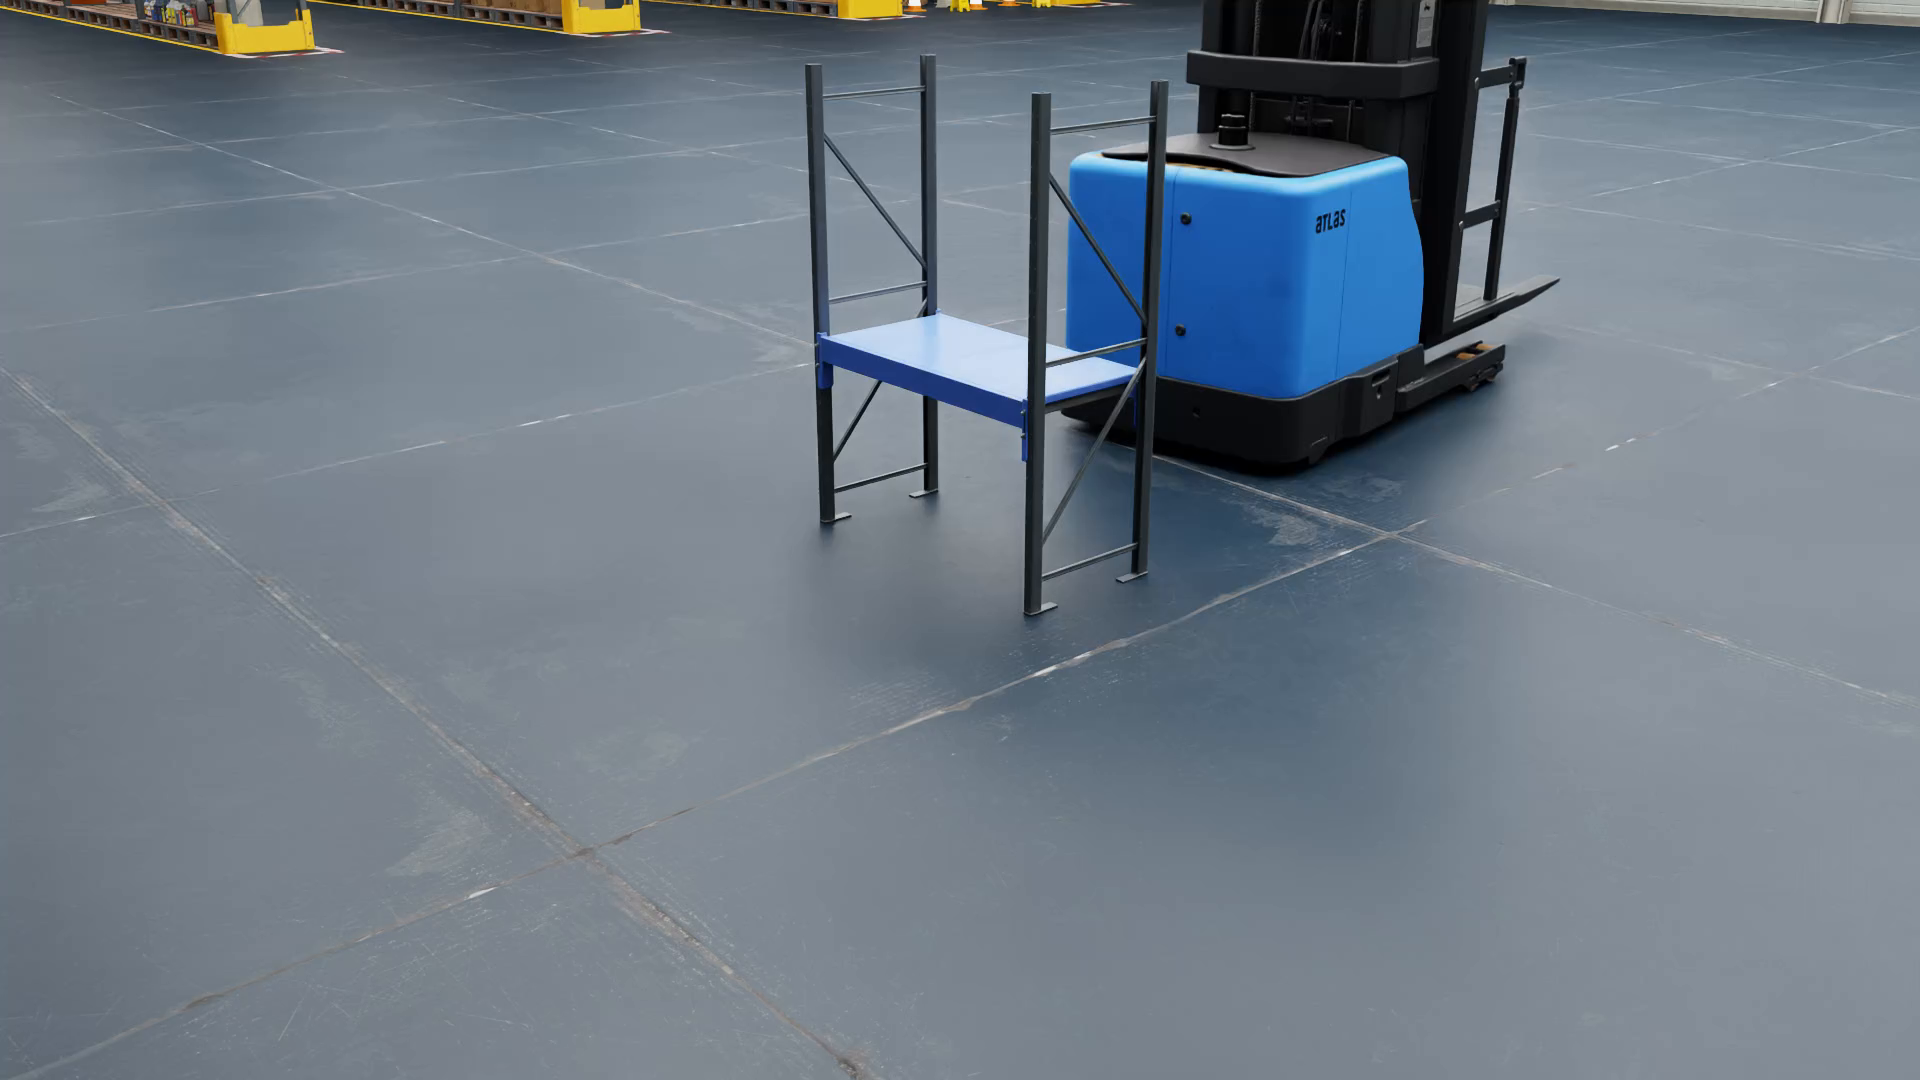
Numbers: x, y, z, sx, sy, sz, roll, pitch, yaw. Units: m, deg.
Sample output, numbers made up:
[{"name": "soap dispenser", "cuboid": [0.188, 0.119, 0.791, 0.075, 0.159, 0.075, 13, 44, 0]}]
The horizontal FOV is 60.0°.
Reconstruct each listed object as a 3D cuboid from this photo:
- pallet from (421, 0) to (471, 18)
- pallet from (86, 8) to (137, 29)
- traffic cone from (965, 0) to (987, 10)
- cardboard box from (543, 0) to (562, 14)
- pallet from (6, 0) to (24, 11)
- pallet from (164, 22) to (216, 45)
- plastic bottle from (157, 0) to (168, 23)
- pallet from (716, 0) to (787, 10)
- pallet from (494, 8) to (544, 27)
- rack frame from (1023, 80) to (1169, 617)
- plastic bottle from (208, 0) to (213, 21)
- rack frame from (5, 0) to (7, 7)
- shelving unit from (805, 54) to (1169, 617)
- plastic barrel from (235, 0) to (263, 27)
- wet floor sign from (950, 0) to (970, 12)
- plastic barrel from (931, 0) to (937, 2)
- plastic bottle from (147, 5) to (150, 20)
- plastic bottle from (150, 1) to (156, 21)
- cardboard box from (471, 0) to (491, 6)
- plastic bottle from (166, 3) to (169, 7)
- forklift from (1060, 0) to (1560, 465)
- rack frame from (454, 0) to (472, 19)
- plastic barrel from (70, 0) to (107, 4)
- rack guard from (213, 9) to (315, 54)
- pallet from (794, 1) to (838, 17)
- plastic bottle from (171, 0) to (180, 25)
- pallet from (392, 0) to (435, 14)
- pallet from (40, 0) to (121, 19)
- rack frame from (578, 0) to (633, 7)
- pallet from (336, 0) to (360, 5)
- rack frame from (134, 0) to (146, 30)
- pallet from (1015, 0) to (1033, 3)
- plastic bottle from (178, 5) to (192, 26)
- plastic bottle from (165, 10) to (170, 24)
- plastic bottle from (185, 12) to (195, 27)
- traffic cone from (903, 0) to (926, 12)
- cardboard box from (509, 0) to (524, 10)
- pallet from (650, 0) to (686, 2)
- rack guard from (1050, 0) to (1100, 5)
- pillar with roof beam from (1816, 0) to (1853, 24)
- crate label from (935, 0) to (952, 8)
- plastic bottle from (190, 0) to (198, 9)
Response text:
[{"name": "pallet", "cuboid": [-8.465, -9.079, 28.375, 1.003, 0.211, 1.213, -17, 27, -37]}, {"name": "pallet", "cuboid": [-13.050, -8.230, 26.207, 1.003, 0.211, 1.213, -17, 27, -37]}, {"name": "traffic cone", "cuboid": [0.286, -9.689, 29.587, 0.336, 0.463, 0.334, -17, 27, -37]}, {"name": "cardboard box", "cuboid": [-6.156, -8.423, 25.727, 0.500, 0.500, 0.500, -10, 23, -24]}, {"name": "pallet", "cuboid": [-16.458, -9.672, 29.890, 1.003, 0.211, 1.213, -17, 27, -37]}, {"name": "pallet", "cuboid": [-10.500, -7.152, 23.456, 1.003, 0.211, 1.213, -17, 27, -37]}, {"name": "plastic bottle", "cuboid": [-11.372, -7.581, 23.756, 0.144, 0.351, 0.185, -19, 28, -40]}, {"name": "pallet", "cuboid": [-3.695, -9.788, 30.186, 1.003, 0.211, 1.213, -17, 27, -37]}, {"name": "pallet", "cuboid": [-6.690, -8.350, 26.513, 1.003, 0.211, 1.213, -17, 27, -37]}, {"name": "rack frame", "cuboid": [0.388, -0.534, 4.792, 0.500, 1.500, 0.032, -17, 27, -37]}, {"name": "plastic bottle", "cuboid": [-10.794, -7.641, 24.000, 0.061, 0.283, 0.133, -17, 27, -37]}, {"name": "rack frame", "cuboid": [-16.930, -11.194, 29.951, 1.000, 3.000, 0.127, -17, 27, -37]}, {"name": "shelving unit", "cuboid": [0.056, -0.675, 5.150, 0.538, 1.500, 1.048, -17, 27, -37]}, {"name": "plastic barrel", "cuboid": [-9.584, -7.079, 22.281, 0.421, 0.512, 0.421, 0, 21, 0]}, {"name": "wet floor sign", "cuboid": [-0.002, -9.577, 29.052, 0.232, 0.644, 0.267, 17, 27, 36]}, {"name": "plastic barrel", "cuboid": [-0.332, -10.427, 31.526, 0.512, 0.421, 0.421, 0, 21, -1]}, {"name": "plastic bottle", "cuboid": [-11.765, -7.665, 24.175, 0.097, 0.201, 0.097, 0, 21, 0]}, {"name": "plastic bottle", "cuboid": [-11.600, -7.645, 24.021, 0.152, 0.276, 0.135, -16, 27, -36]}, {"name": "cardboard box", "cuboid": [-7.725, -9.074, 27.391, 0.500, 0.500, 0.500, -18, 28, -39]}, {"name": "plastic bottle", "cuboid": [-11.248, -7.512, 23.689, 0.097, 0.271, 0.097, 0, 21, 0]}, {"name": "forklift", "cuboid": [1.723, -2.102, 6.831, 1.130, 2.935, 3.031, 17, 27, 37]}, {"name": "rack frame", "cuboid": [-7.955, -10.163, 27.318, 1.000, 3.000, 0.127, -17, 27, -37]}, {"name": "plastic barrel", "cuboid": [-14.651, -9.405, 27.783, 0.600, 0.830, 0.708, -17, 27, -37]}, {"name": "rack guard", "cuboid": [-9.182, -6.724, 21.967, 1.175, 0.500, 0.348, -17, 27, -37]}, {"name": "pallet", "cuboid": [-2.102, -9.114, 28.465, 1.003, 0.211, 1.213, -17, 27, -37]}, {"name": "plastic bottle", "cuboid": [-10.973, -7.412, 23.325, 0.144, 0.351, 0.185, -16, 27, -35]}, {"name": "pallet", "cuboid": [-9.265, -9.416, 29.236, 1.003, 0.211, 1.213, -17, 27, -37]}, {"name": "pallet", "cuboid": [-14.865, -8.998, 28.168, 1.003, 0.211, 1.213, -17, 27, -37]}, {"name": "rack frame", "cuboid": [-5.344, -9.058, 24.496, 1.000, 3.000, 0.127, -17, 27, -37]}, {"name": "pallet", "cuboid": [-11.024, -10.205, 31.250, 1.003, 0.211, 1.213, -17, 27, -37]}, {"name": "rack frame", "cuboid": [-11.708, -8.984, 24.308, 1.000, 3.000, 0.127, -17, 27, -37]}, {"name": "pallet", "cuboid": [1.610, -10.372, 31.676, 1.003, 0.211, 1.213, -17, 27, -37]}, {"name": "plastic bottle", "cuboid": [-10.771, -7.294, 23.126, 0.152, 0.276, 0.135, -17, 27, -37]}, {"name": "plastic bottle", "cuboid": [-11.205, -7.428, 23.569, 0.097, 0.201, 0.097, 0, 21, 0]}, {"name": "plastic bottle", "cuboid": [-10.628, -7.183, 22.945, 0.097, 0.201, 0.097, 0, 21, 0]}, {"name": "traffic cone", "cuboid": [-0.792, -9.514, 29.140, 0.336, 0.463, 0.334, -17, 27, -37]}, {"name": "cardboard box", "cuboid": [-6.880, -8.765, 26.601, 0.500, 0.500, 0.500, 19, 29, 40]}, {"name": "pallet", "cuboid": [-5.493, -10.550, 32.129, 1.003, 0.211, 1.213, -17, 27, -37]}, {"name": "rack guard", "cuboid": [2.113, -10.274, 31.029, 1.175, 0.500, 0.348, -17, 27, -37]}, {"name": "pillar with roof beam", "cuboid": [10.721, -11.459, 22.403, 9.100, 9.000, 0.400, -17, 27, -37]}, {"name": "crate label", "cuboid": [-0.274, -9.740, 30.163, 0.298, 0.136, 0.250, 7, 23, 18]}, {"name": "plastic bottle", "cuboid": [-11.178, -7.811, 24.344, 0.144, 0.351, 0.185, -17, 27, -37]}]
